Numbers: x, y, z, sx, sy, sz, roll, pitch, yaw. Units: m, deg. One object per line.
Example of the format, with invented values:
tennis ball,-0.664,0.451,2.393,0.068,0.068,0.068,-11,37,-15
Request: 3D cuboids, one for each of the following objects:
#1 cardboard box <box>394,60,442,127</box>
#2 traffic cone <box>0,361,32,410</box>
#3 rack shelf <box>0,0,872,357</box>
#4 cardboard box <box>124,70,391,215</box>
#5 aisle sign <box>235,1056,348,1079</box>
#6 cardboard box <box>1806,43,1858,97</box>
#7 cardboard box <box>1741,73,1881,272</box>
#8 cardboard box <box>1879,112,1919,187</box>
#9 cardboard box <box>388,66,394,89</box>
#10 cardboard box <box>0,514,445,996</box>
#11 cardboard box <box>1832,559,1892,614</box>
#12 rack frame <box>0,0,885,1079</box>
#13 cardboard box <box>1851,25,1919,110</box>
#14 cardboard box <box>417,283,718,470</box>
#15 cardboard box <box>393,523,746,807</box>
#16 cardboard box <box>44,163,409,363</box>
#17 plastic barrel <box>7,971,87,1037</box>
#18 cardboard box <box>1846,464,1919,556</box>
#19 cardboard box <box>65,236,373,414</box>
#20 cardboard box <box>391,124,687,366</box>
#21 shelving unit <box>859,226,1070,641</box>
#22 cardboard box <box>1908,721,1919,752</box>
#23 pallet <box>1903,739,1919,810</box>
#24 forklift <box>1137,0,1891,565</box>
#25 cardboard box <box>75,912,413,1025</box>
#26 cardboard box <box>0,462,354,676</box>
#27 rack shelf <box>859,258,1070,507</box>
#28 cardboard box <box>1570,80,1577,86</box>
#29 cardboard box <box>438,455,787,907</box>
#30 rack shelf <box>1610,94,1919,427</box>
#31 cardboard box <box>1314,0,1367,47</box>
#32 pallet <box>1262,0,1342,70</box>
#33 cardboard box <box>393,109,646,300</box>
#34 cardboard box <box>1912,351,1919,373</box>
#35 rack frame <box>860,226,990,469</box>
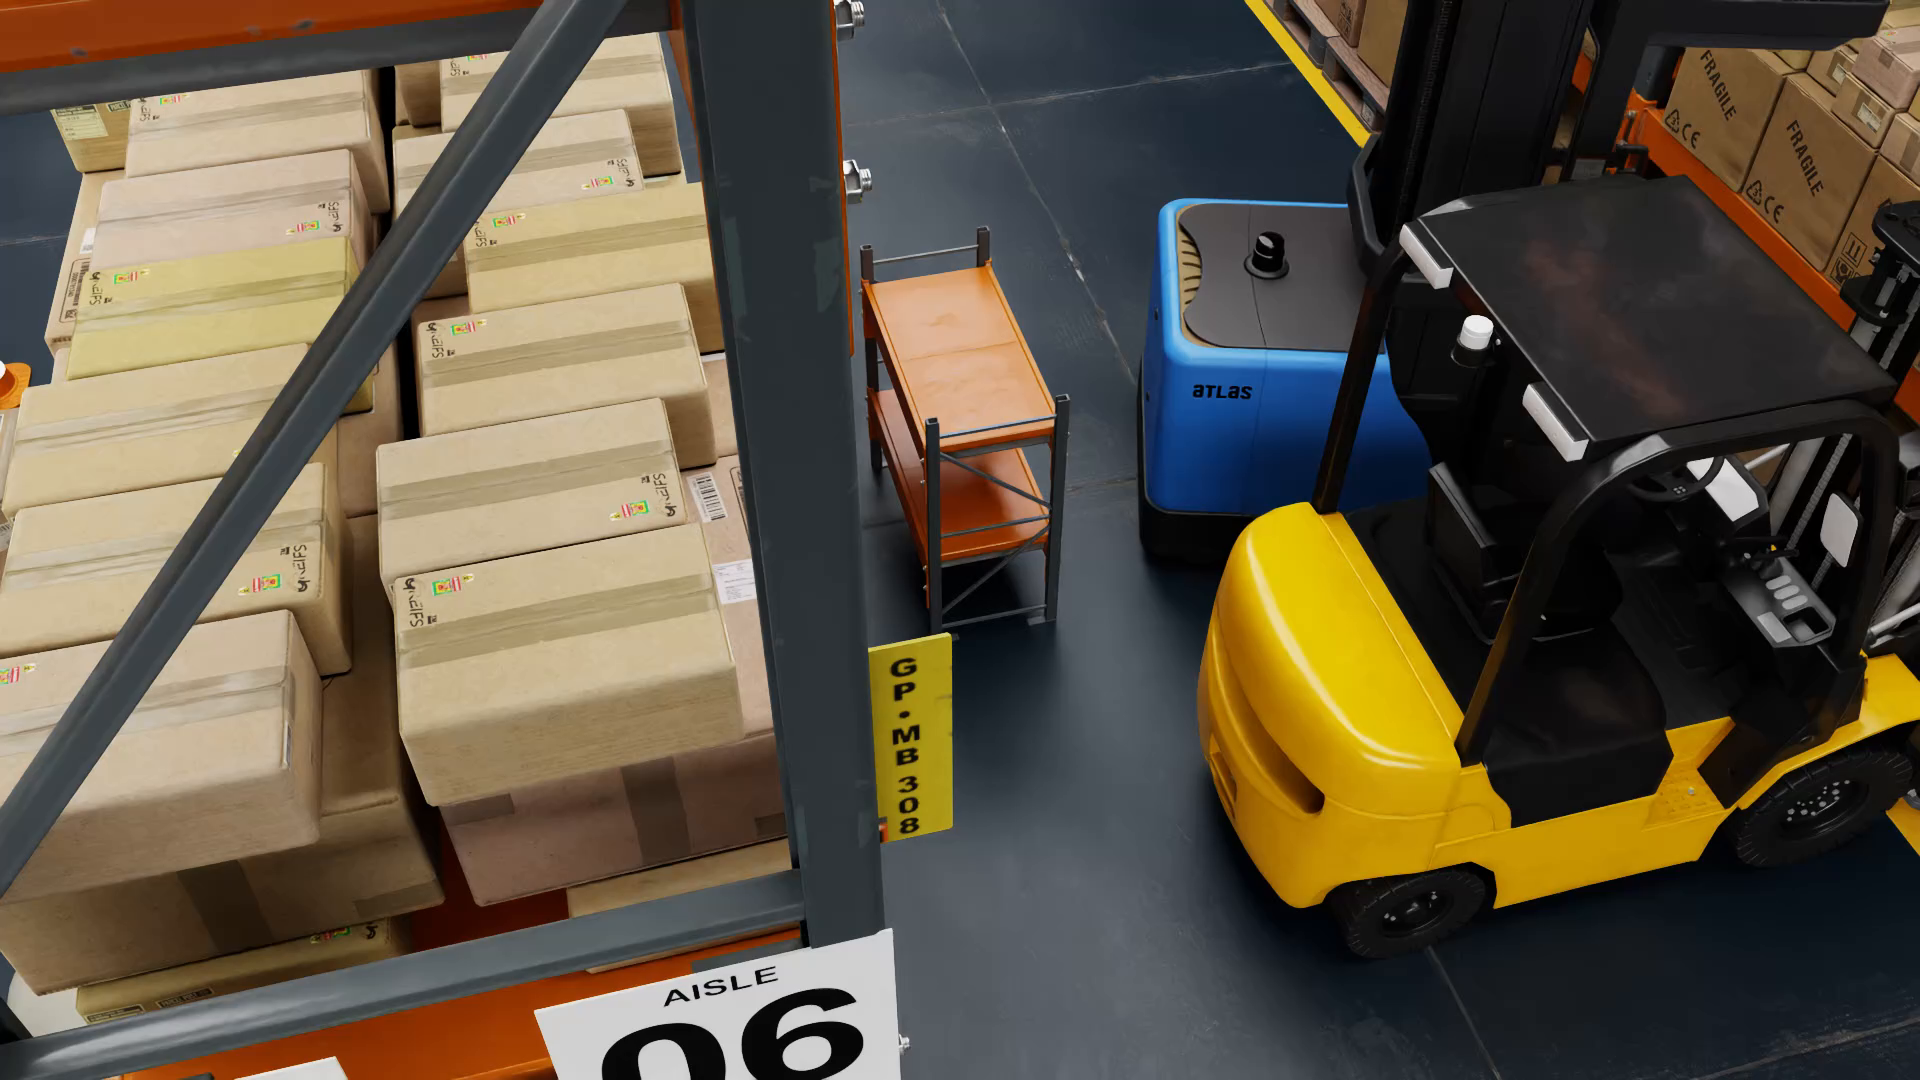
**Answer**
cardboard box,-0.835,-0.911,3.060,0.380,0.149,0.250,-10,46,-9
traffic cone,-4.317,-0.822,7.231,0.336,0.463,0.334,-11,47,-10
rack shelf,-1.093,-1.558,2.482,1.077,0.370,4.000,-11,47,-10
cardboard box,-1.178,-0.649,2.803,0.380,0.149,0.250,-12,47,-11
aisle sign,-0.846,0.855,1.991,0.394,0.787,0.004,-11,47,-10
cardboard box,3.181,-1.643,5.736,0.380,0.149,0.250,-11,47,-10
cardboard box,3.202,-1.327,5.880,0.500,0.500,0.500,-10,46,-10
cardboard box,3.238,-1.278,5.378,0.380,0.149,0.250,-11,47,-11
cardboard box,-1.501,-1.137,3.561,0.500,0.250,0.500,-10,46,-10
cardboard box,-0.973,0.264,2.188,0.500,0.250,0.500,-11,47,-11
cardboard box,3.394,0.074,5.858,0.500,0.250,0.500,-11,47,-10
rack frame,-0.581,-0.430,0.871,1.000,3.000,0.127,-11,47,-10
cardboard box,3.182,-1.559,5.445,0.380,0.149,0.250,-10,46,-9
cardboard box,-0.560,-0.209,2.372,0.380,0.149,0.250,-11,47,-10
cardboard box,-0.475,0.146,2.024,0.380,0.149,0.250,-11,47,-11
cardboard box,-1.238,-0.441,2.878,0.500,0.250,0.500,-10,46,-9
plastic barrel,-2.574,1.422,5.060,0.512,0.421,0.421,19,48,17
cardboard box,3.399,-0.085,5.665,0.500,0.250,0.500,-12,47,-11
cardboard box,-1.081,-0.294,2.455,0.380,0.149,0.250,-10,46,-10
cardboard box,-0.728,-0.530,2.965,0.500,0.250,0.500,-9,46,-9
shelving unit,-0.002,-0.398,6.353,0.538,1.125,1.048,-11,47,-10
cardboard box,3.553,0.616,5.677,0.500,0.250,0.500,-10,46,-10
pallet,3.671,0.374,6.235,1.003,0.211,1.213,-11,47,-10
forklift,2.258,-1.224,5.898,3.031,2.935,1.130,2,46,2
cardboard box,-0.943,0.512,2.223,0.380,0.149,0.250,-11,47,-10
cardboard box,-0.982,0.064,2.105,0.380,0.149,0.250,-10,46,-10
rack shelf,-0.002,-0.603,6.144,0.538,0.278,1.000,-11,47,-10
cardboard box,2.856,-2.214,8.188,0.875,0.625,0.625,-11,47,-11
cardboard box,-0.453,0.172,2.278,0.500,0.250,0.500,-11,47,-11
rack shelf,3.704,-0.370,5.516,1.077,0.370,4.000,-11,47,-10
cardboard box,2.489,-3.197,9.152,0.875,0.625,0.625,-9,46,-9
pallet,2.341,-3.212,9.750,1.003,0.211,1.213,-11,47,-10
cardboard box,-0.708,-0.550,2.706,0.380,0.149,0.250,-11,47,-11
cardboard box,3.441,-0.626,5.193,0.500,0.500,0.500,-10,46,-10
rack frame,-0.132,-0.749,6.697,0.500,1.125,0.032,-11,47,-10
